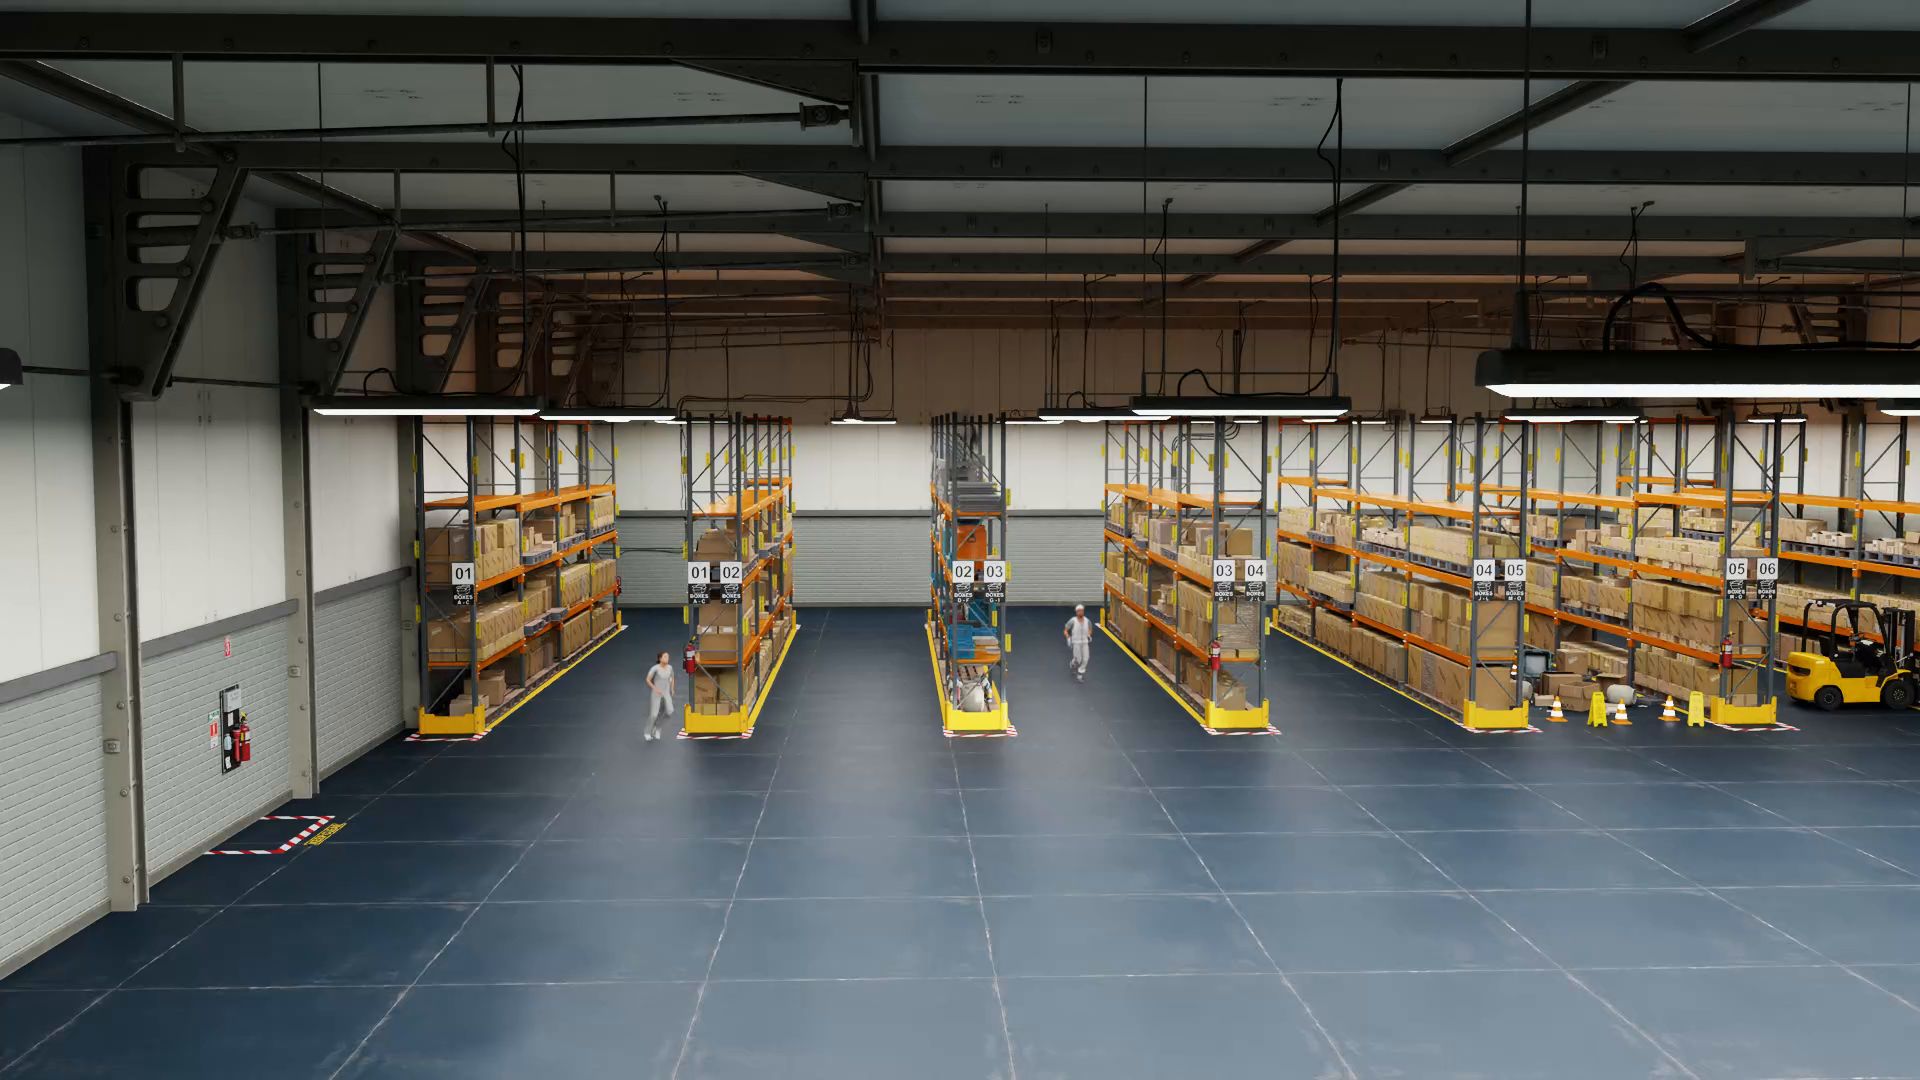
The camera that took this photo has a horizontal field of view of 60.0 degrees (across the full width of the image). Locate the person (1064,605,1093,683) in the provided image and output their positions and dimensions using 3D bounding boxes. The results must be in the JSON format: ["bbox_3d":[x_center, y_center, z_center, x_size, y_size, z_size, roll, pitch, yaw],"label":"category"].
[{"bbox_3d":[2.683,2.324,37.230,0.658,1.737,0.600,-1,4,-16],"label":"person"}]

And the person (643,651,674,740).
[{"bbox_3d":[-5.447,2.821,30.436,0.625,1.593,0.605,-3,5,-37],"label":"person"}]

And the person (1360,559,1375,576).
[{"bbox_3d":[12.285,1.434,50.155,0.878,1.774,0.661,-2,4,-23],"label":"person"}]
